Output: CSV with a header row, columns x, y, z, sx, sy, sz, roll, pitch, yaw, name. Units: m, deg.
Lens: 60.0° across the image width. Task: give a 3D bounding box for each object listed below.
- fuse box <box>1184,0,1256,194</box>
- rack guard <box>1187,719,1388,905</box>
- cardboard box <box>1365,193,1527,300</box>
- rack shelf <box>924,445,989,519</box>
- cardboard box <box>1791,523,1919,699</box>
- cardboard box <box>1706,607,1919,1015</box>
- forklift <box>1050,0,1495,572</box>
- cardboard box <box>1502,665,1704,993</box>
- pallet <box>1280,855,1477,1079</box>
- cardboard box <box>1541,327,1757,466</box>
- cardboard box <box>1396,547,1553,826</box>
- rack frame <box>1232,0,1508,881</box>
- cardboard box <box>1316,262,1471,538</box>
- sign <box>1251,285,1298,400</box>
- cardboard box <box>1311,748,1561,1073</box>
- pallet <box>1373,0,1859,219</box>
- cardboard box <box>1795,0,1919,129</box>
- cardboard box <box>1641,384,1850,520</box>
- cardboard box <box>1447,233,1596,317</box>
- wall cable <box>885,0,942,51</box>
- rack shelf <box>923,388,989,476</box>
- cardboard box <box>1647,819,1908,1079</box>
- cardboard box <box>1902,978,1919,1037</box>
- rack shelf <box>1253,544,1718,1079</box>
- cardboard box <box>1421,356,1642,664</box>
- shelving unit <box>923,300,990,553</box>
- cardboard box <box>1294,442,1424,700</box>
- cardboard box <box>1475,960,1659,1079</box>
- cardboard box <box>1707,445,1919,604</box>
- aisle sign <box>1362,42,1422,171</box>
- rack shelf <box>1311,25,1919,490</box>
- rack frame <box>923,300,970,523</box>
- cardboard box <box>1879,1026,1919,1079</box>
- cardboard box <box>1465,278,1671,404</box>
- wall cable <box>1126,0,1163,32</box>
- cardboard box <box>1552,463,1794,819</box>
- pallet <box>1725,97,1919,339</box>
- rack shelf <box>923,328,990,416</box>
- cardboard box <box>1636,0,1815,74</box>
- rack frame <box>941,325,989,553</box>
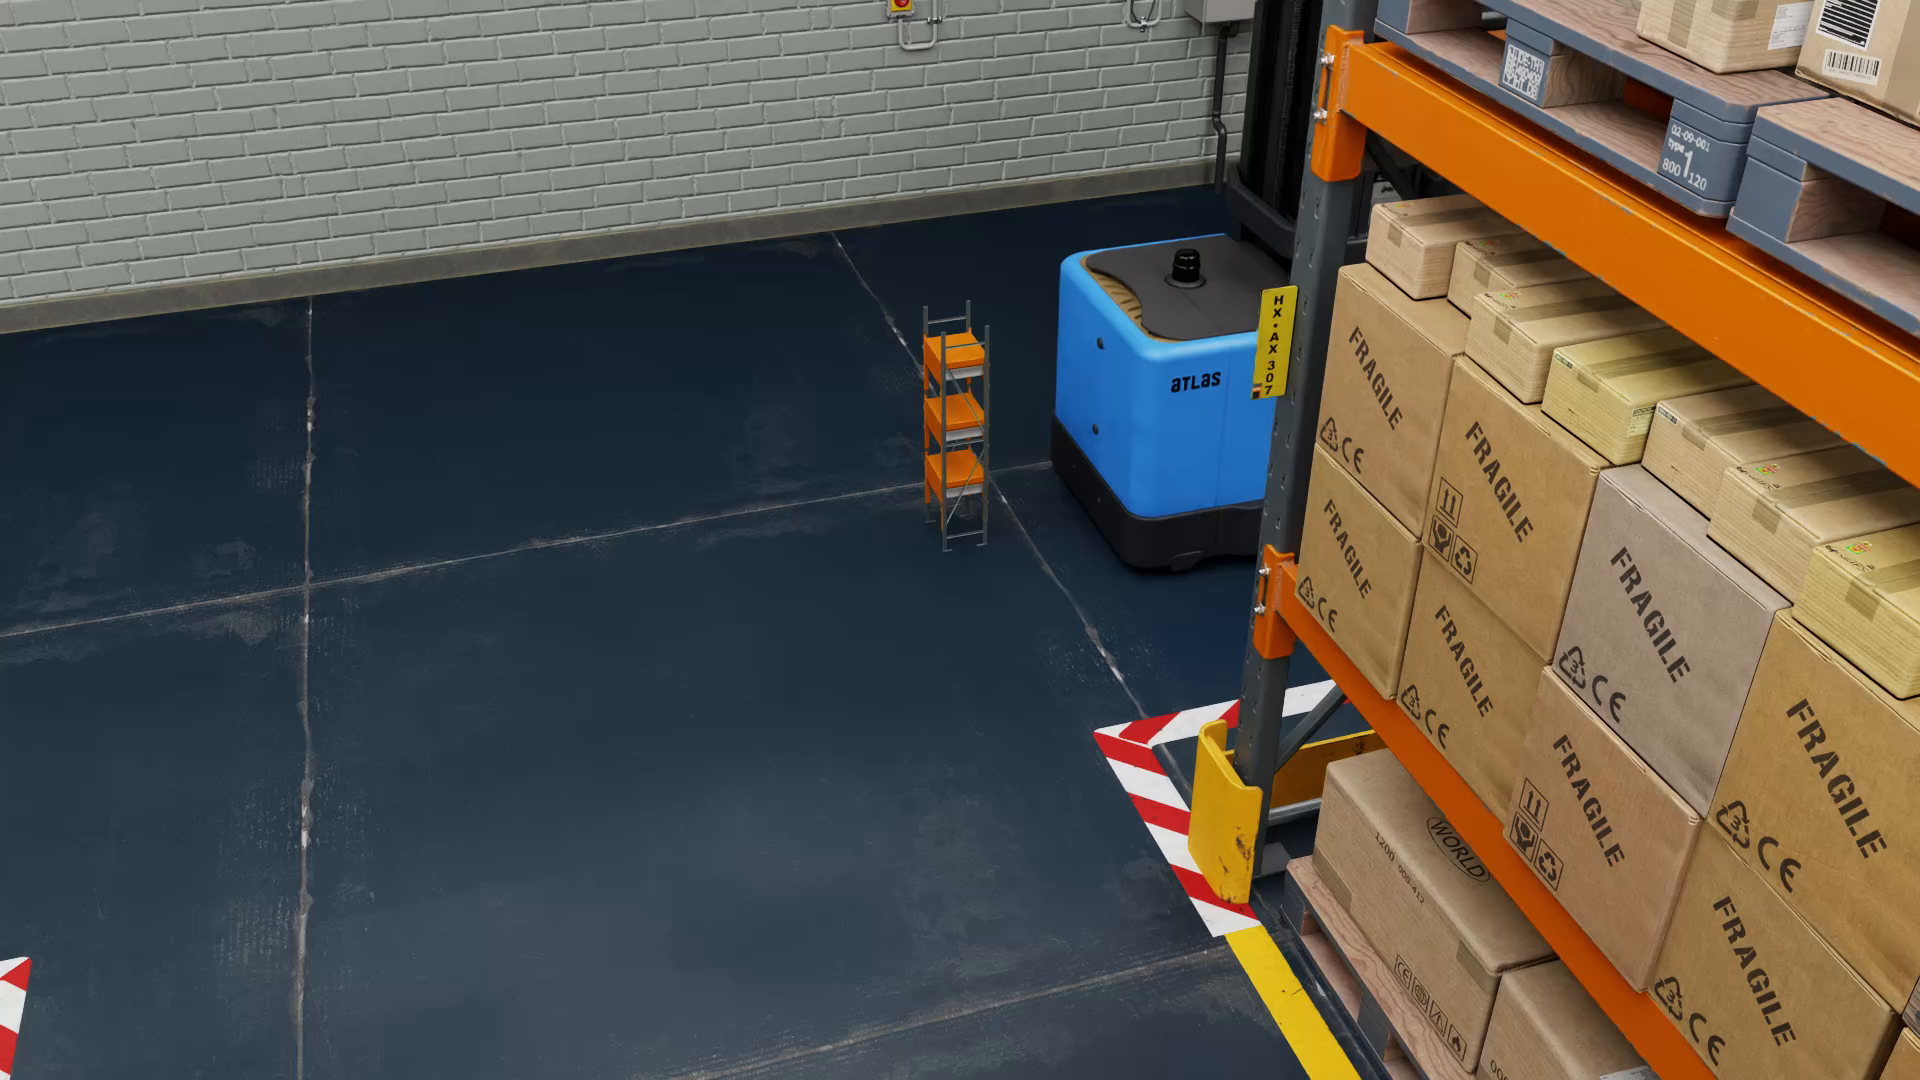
x,y,z,sx,sy,sz,roll,pitch,yaw,name
1.678,-2.920,10.117,0.539,1.711,0.414,-10,35,-15,fuse box
1.367,0.806,5.577,1.175,0.500,0.348,-10,35,-15,rack guard
1.219,-0.721,4.034,0.380,0.149,0.250,-9,35,-14,cardboard box
-0.016,-0.225,7.162,0.215,0.259,0.240,-10,35,-15,rack shelf
1.652,0.101,2.791,0.380,0.149,0.250,-11,35,-16,cardboard box
1.732,0.418,2.899,0.500,0.500,0.500,-10,35,-15,cardboard box
1.994,-1.559,6.951,3.031,2.935,1.130,-10,35,-15,forklift
1.567,0.565,3.583,0.500,0.500,0.500,-10,35,-15,cardboard box
1.693,1.346,5.022,1.003,0.211,1.213,-10,35,-15,pallet
1.435,-0.304,3.403,0.380,0.149,0.250,-11,35,-16,cardboard box
1.429,0.295,3.992,0.500,0.500,0.500,-10,35,-15,cardboard box
1.375,-0.224,4.868,1.000,3.000,0.127,-10,35,-15,rack frame
1.250,-0.383,4.111,0.500,0.500,0.500,-11,35,-16,cardboard box
0.844,-0.528,4.471,0.100,0.325,0.005,-10,35,-15,sign
1.671,0.999,4.960,0.875,0.438,0.875,-11,35,-16,cardboard box
1.611,-1.051,3.479,1.003,0.211,1.213,-10,35,-15,pallet
1.784,-0.861,2.721,0.500,0.311,0.500,-9,35,-14,cardboard box
1.565,-0.175,3.208,0.380,0.149,0.250,-10,35,-14,cardboard box
1.367,-0.595,3.844,0.380,0.149,0.250,-9,35,-14,cardboard box
-0.367,-3.618,9.054,0.585,1.953,0.123,-10,35,-15,wall cable
-0.016,-0.457,7.009,0.215,0.259,0.240,-10,35,-15,rack shelf
1.735,0.826,3.189,0.500,0.500,0.500,-9,34,-13,cardboard box
1.877,0.682,2.499,0.500,0.500,0.500,-10,35,-14,cardboard box
1.985,1.126,3.478,1.077,0.370,4.000,-10,35,-15,rack shelf
1.414,-0.113,3.703,0.500,0.500,0.500,-11,35,-16,cardboard box
-0.016,-0.466,7.003,0.215,1.050,0.252,-10,35,-15,shelving unit
1.248,0.034,4.386,0.500,0.500,0.500,-10,35,-15,cardboard box
1.959,1.478,4.235,0.875,0.438,0.875,-9,35,-13,cardboard box
1.601,-0.037,2.999,0.380,0.149,0.250,-10,35,-14,cardboard box
1.077,-1.298,4.135,0.394,0.787,0.004,-10,35,-15,aisle sign
1.985,-0.125,2.651,1.077,0.370,4.000,-10,35,-15,rack shelf
-0.054,-0.530,7.100,0.200,1.050,0.008,-10,35,-15,rack frame
1.881,1.103,2.769,0.500,0.500,0.500,-11,35,-15,cardboard box
1.337,-0.439,3.608,0.380,0.149,0.250,-9,34,-13,cardboard box
0.980,-3.849,9.433,0.588,1.984,0.122,-10,35,-15,wall cable
1.579,0.156,3.296,0.500,0.500,0.500,-10,35,-15,cardboard box
1.987,-0.409,2.508,1.003,0.211,1.213,-10,35,-15,pallet
-0.016,-0.694,6.852,0.215,0.259,0.240,-10,35,-15,rack shelf
1.488,-0.978,3.044,0.380,0.149,0.250,-9,34,-13,cardboard box
0.021,-0.402,6.906,0.200,1.050,0.008,-10,35,-15,rack frame
